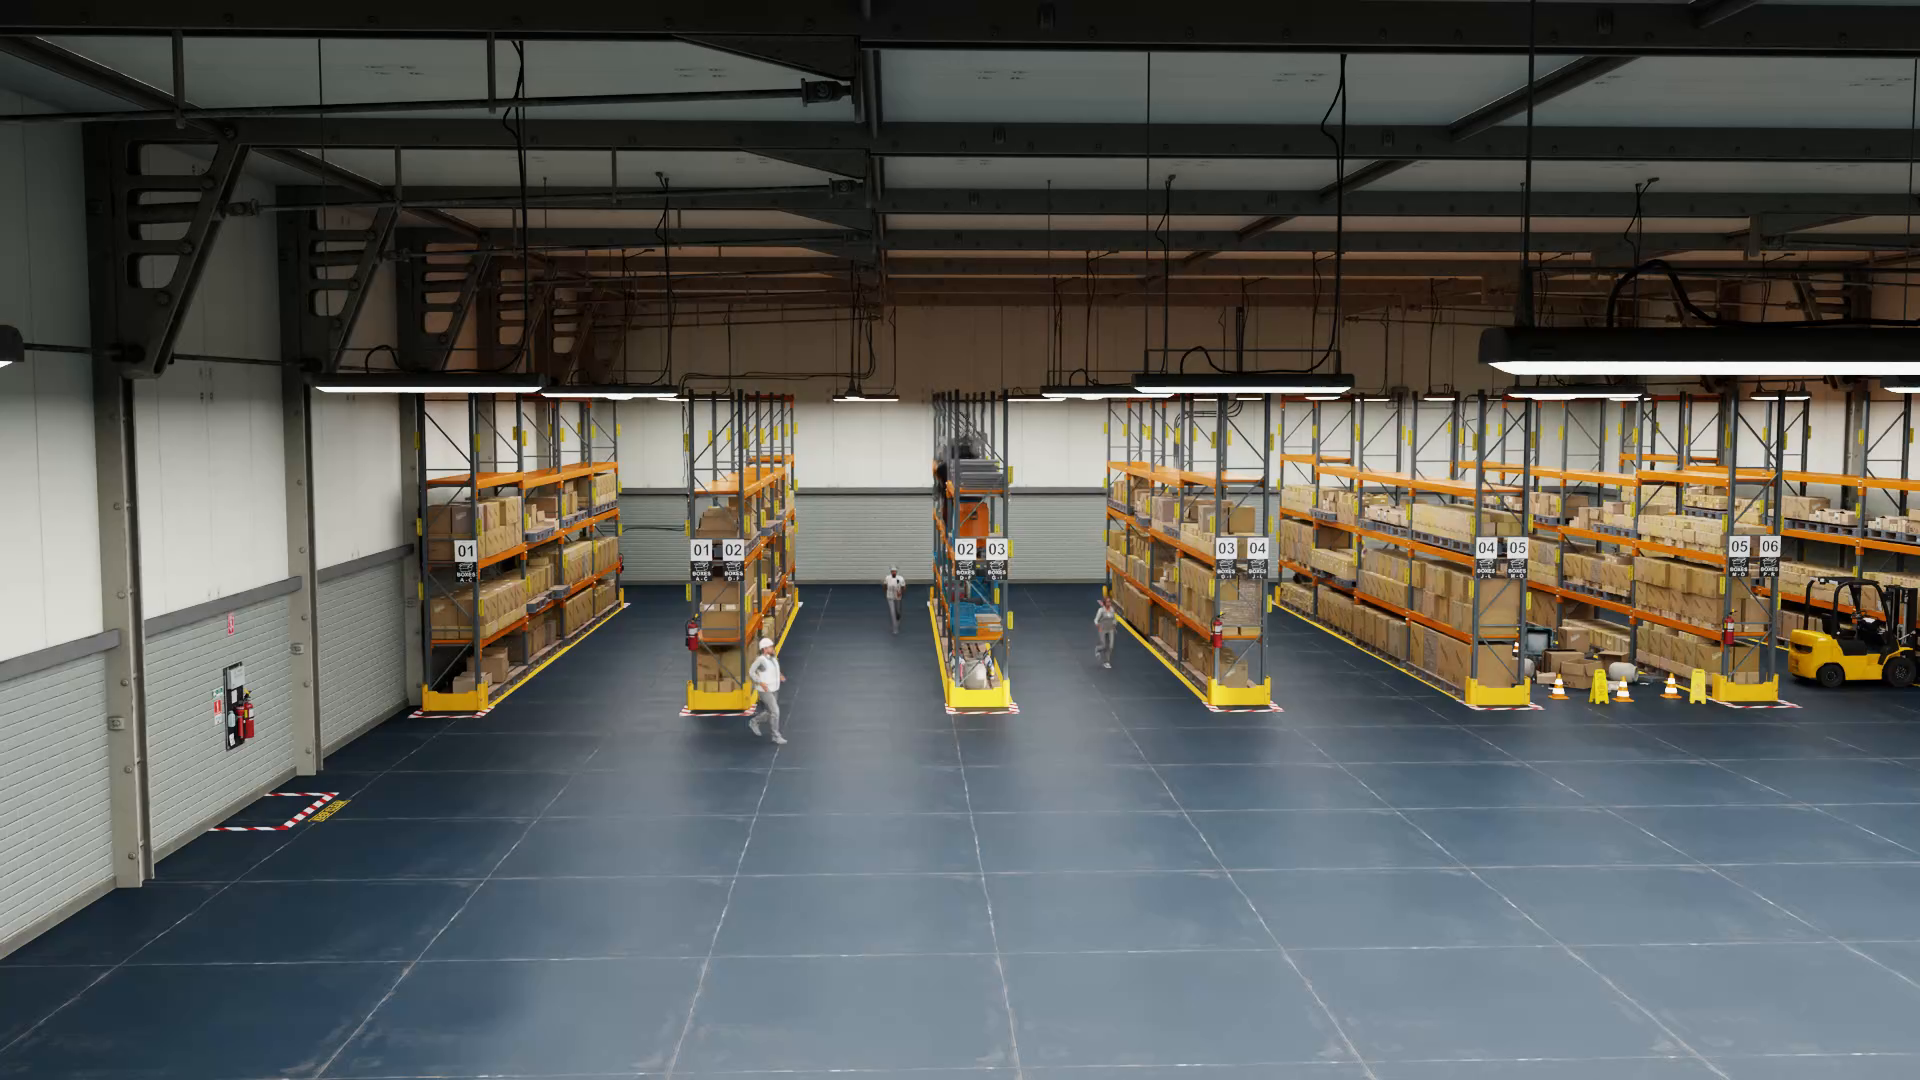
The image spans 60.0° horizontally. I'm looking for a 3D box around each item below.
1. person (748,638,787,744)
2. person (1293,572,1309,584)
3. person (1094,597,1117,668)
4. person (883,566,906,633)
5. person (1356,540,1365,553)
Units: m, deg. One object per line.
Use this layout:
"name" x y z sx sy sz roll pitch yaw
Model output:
"person" -3.273 2.546 28.176 0.779 1.775 0.665 2 5 22
"person" 10.090 0.956 49.017 0.914 1.546 0.801 2 5 21
"person" 3.168 2.002 36.292 0.522 1.547 0.598 -1 5 -17
"person" -1.650 1.470 42.030 0.600 1.689 0.915 0 5 3
"person" 11.910 0.849 49.412 0.658 1.717 0.721 -1 5 -8
